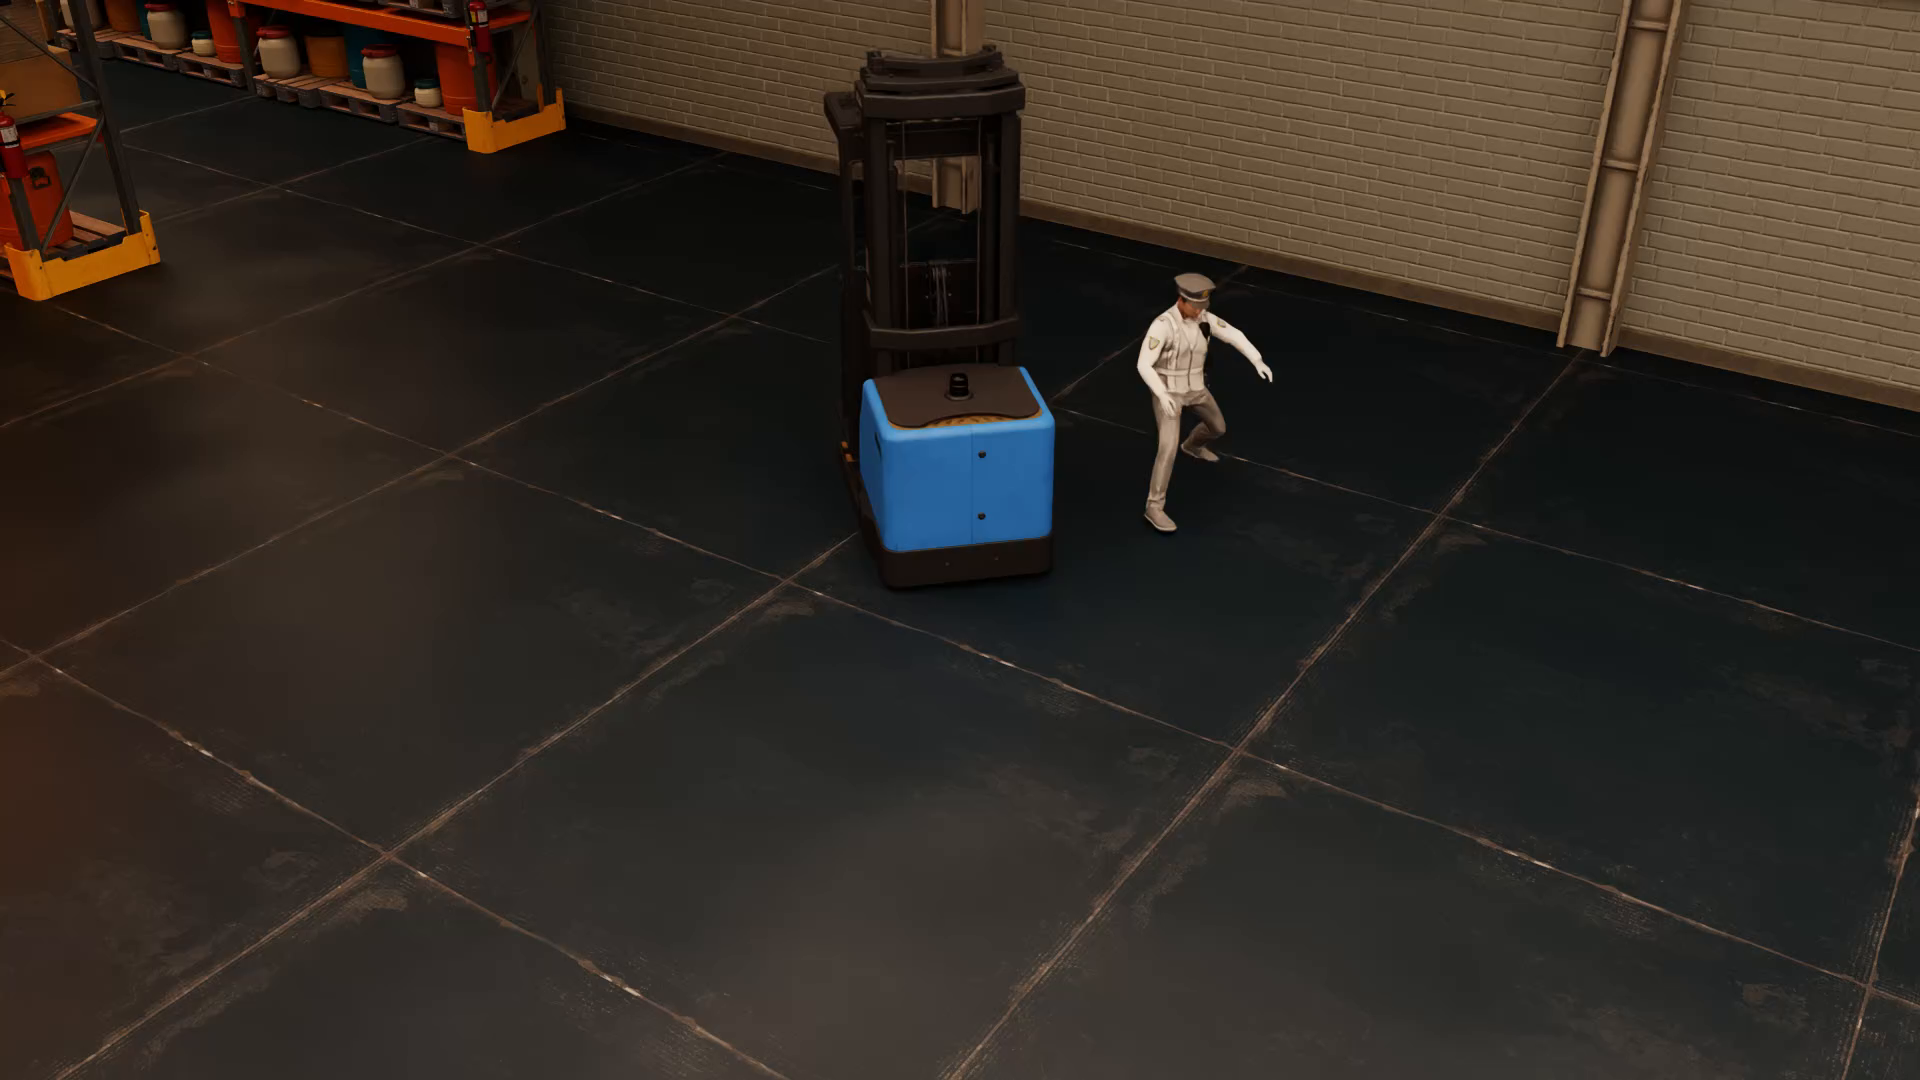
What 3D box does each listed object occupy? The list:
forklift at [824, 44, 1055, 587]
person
[{"bbox_3d":[-0.229,-1.712,10.529,1.130,2.935,3.031,-6,31,-10],"label":"forklift"},{"bbox_3d":[1.496,-0.952,10.705,0.978,1.521,0.946,-15,34,-25],"label":"person"}]
